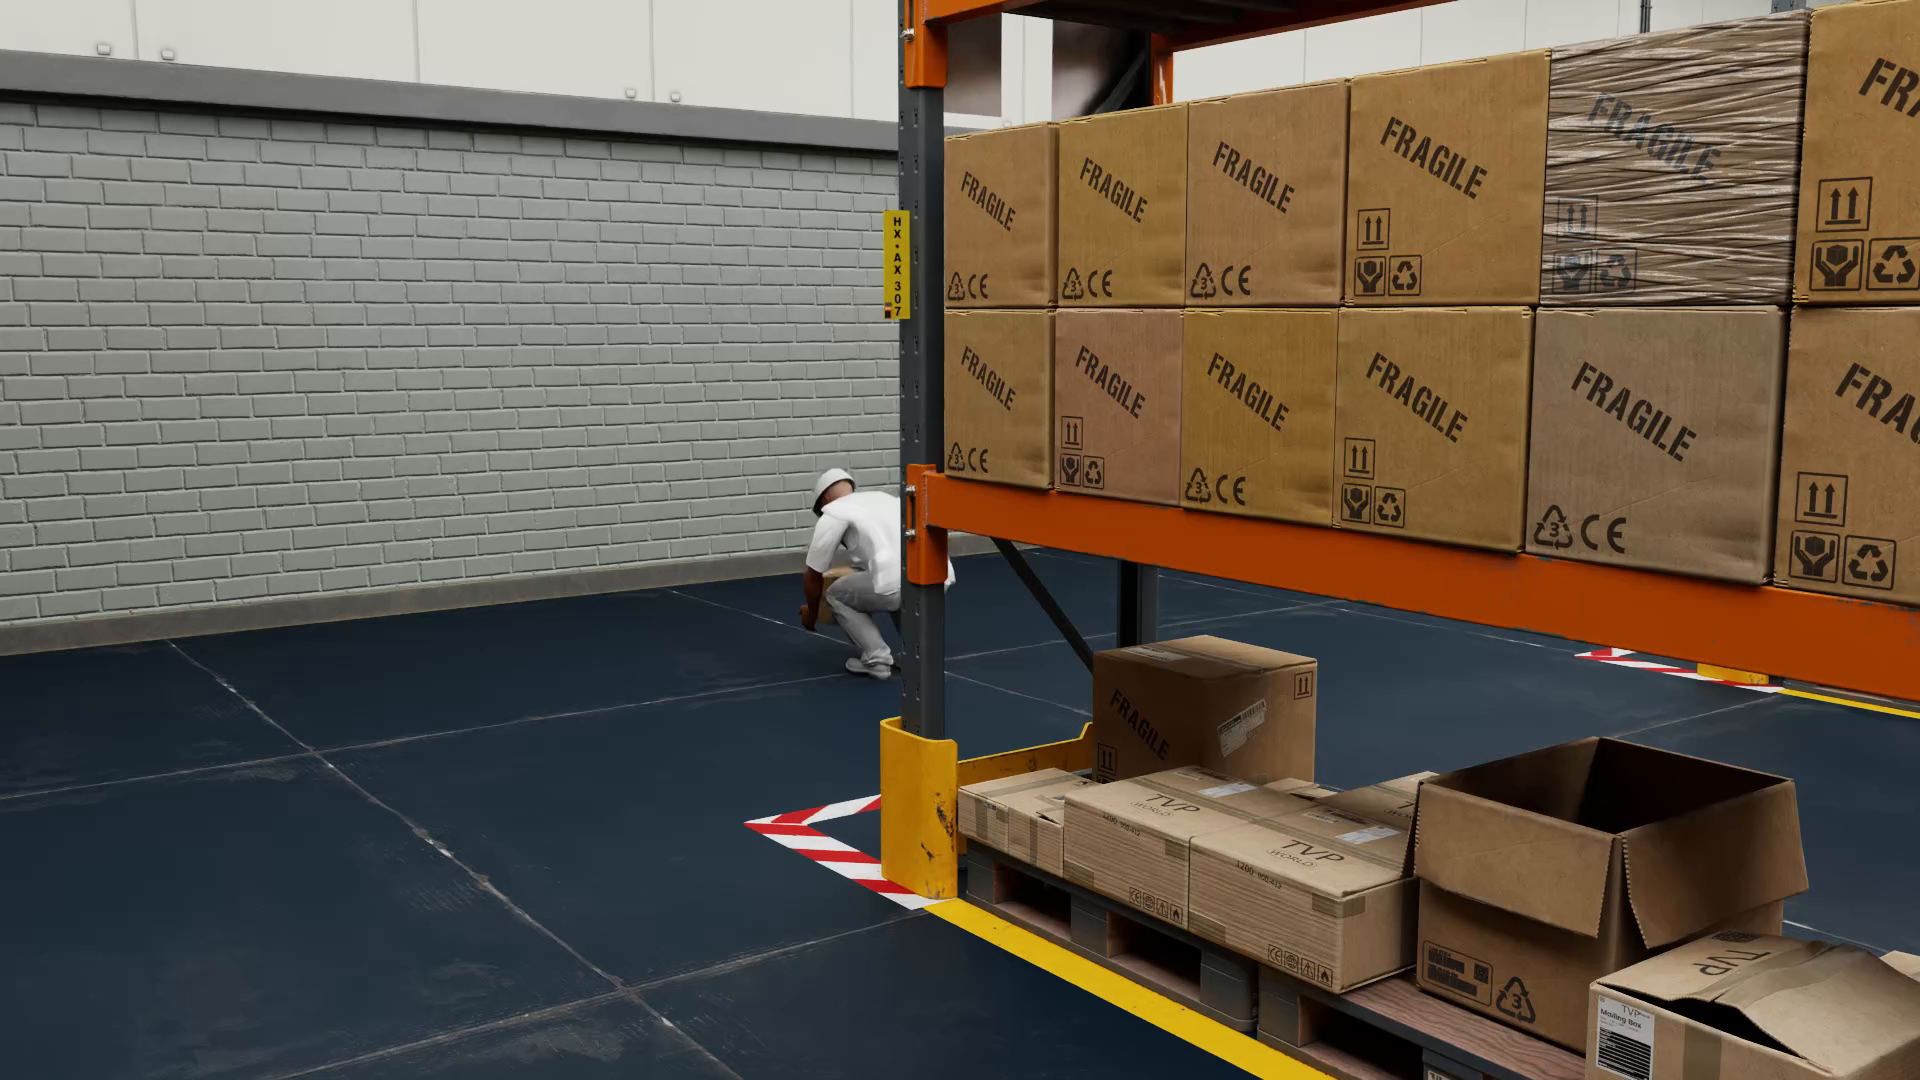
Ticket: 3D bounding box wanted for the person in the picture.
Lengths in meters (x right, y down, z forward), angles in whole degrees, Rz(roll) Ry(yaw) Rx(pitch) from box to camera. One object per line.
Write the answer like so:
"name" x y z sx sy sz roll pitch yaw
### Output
"person" -0.446 0.161 8.373 0.583 1.008 0.900 -6 10 -36
